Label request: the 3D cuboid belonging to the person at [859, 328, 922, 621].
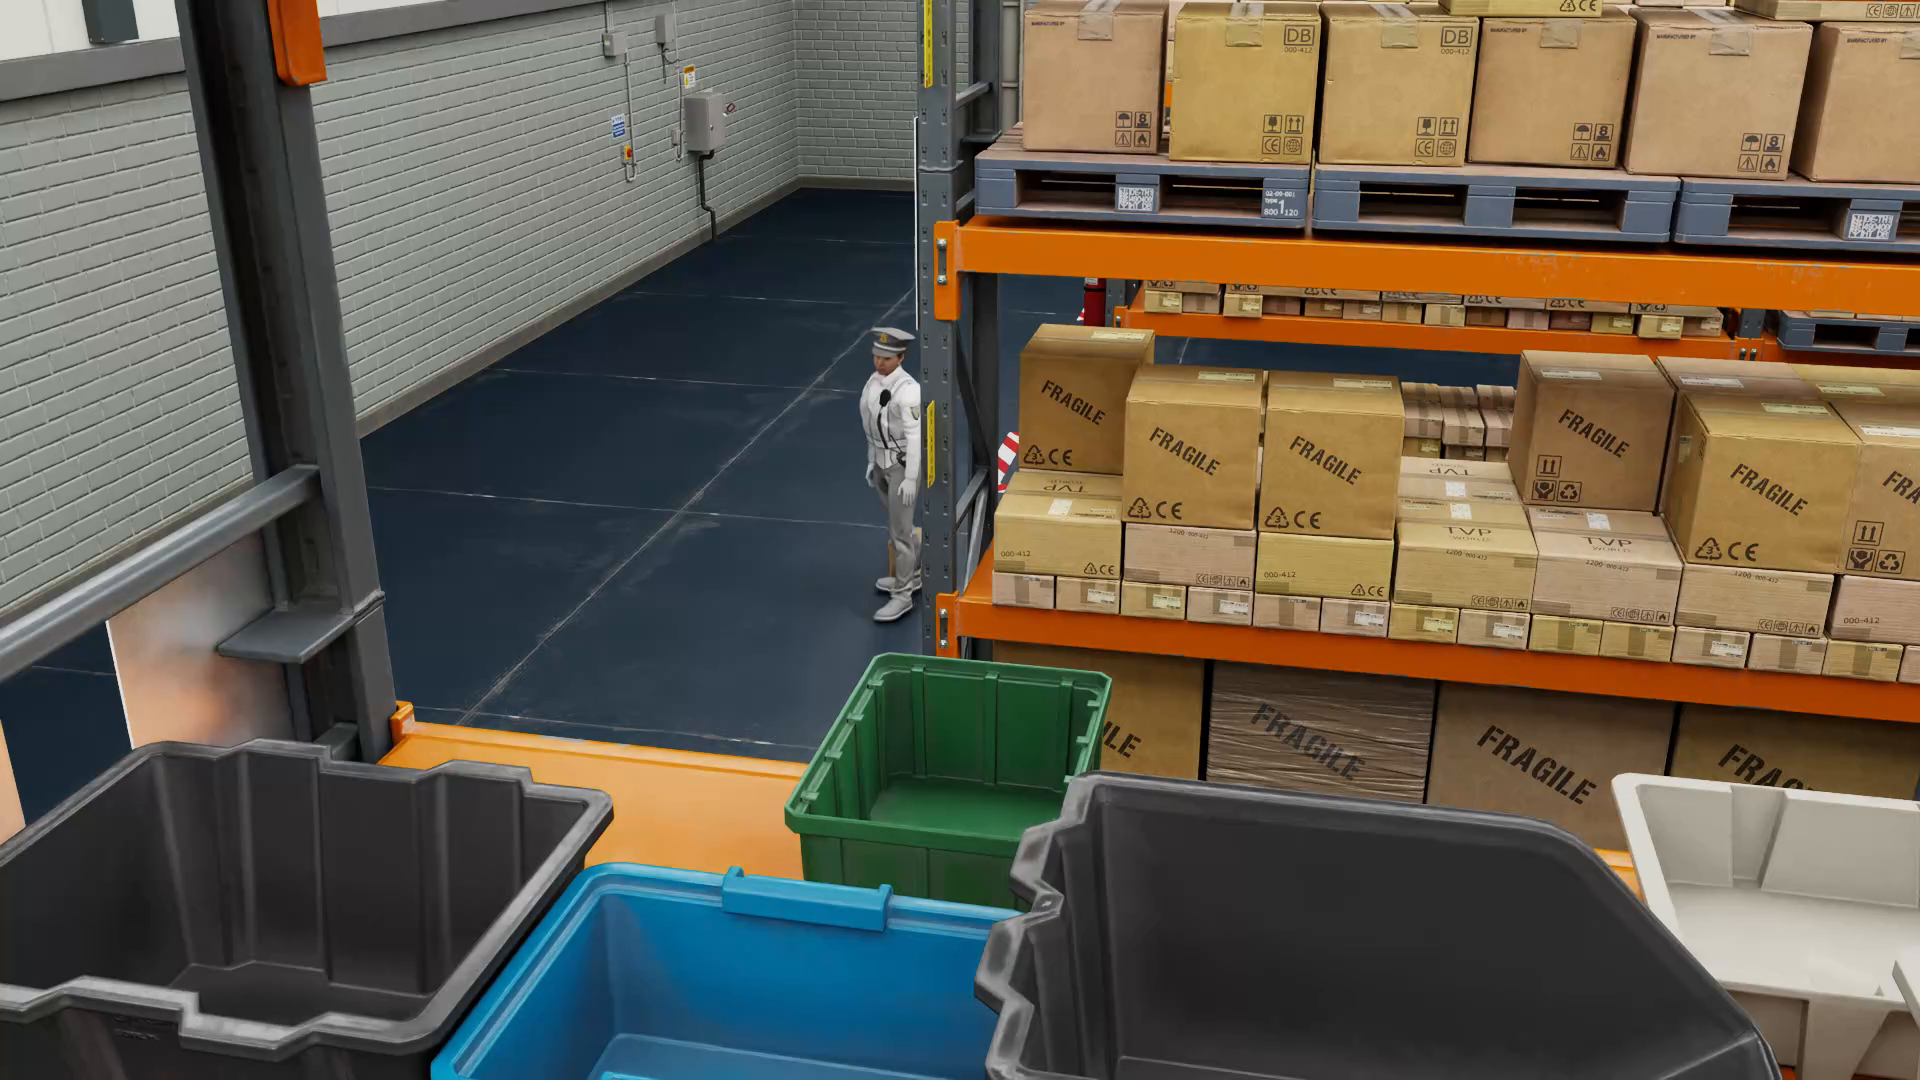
[{"bbox_3d":[-0.385,-0.408,9.544,0.457,1.671,0.521,-11,24,-26],"label":"person"}]
